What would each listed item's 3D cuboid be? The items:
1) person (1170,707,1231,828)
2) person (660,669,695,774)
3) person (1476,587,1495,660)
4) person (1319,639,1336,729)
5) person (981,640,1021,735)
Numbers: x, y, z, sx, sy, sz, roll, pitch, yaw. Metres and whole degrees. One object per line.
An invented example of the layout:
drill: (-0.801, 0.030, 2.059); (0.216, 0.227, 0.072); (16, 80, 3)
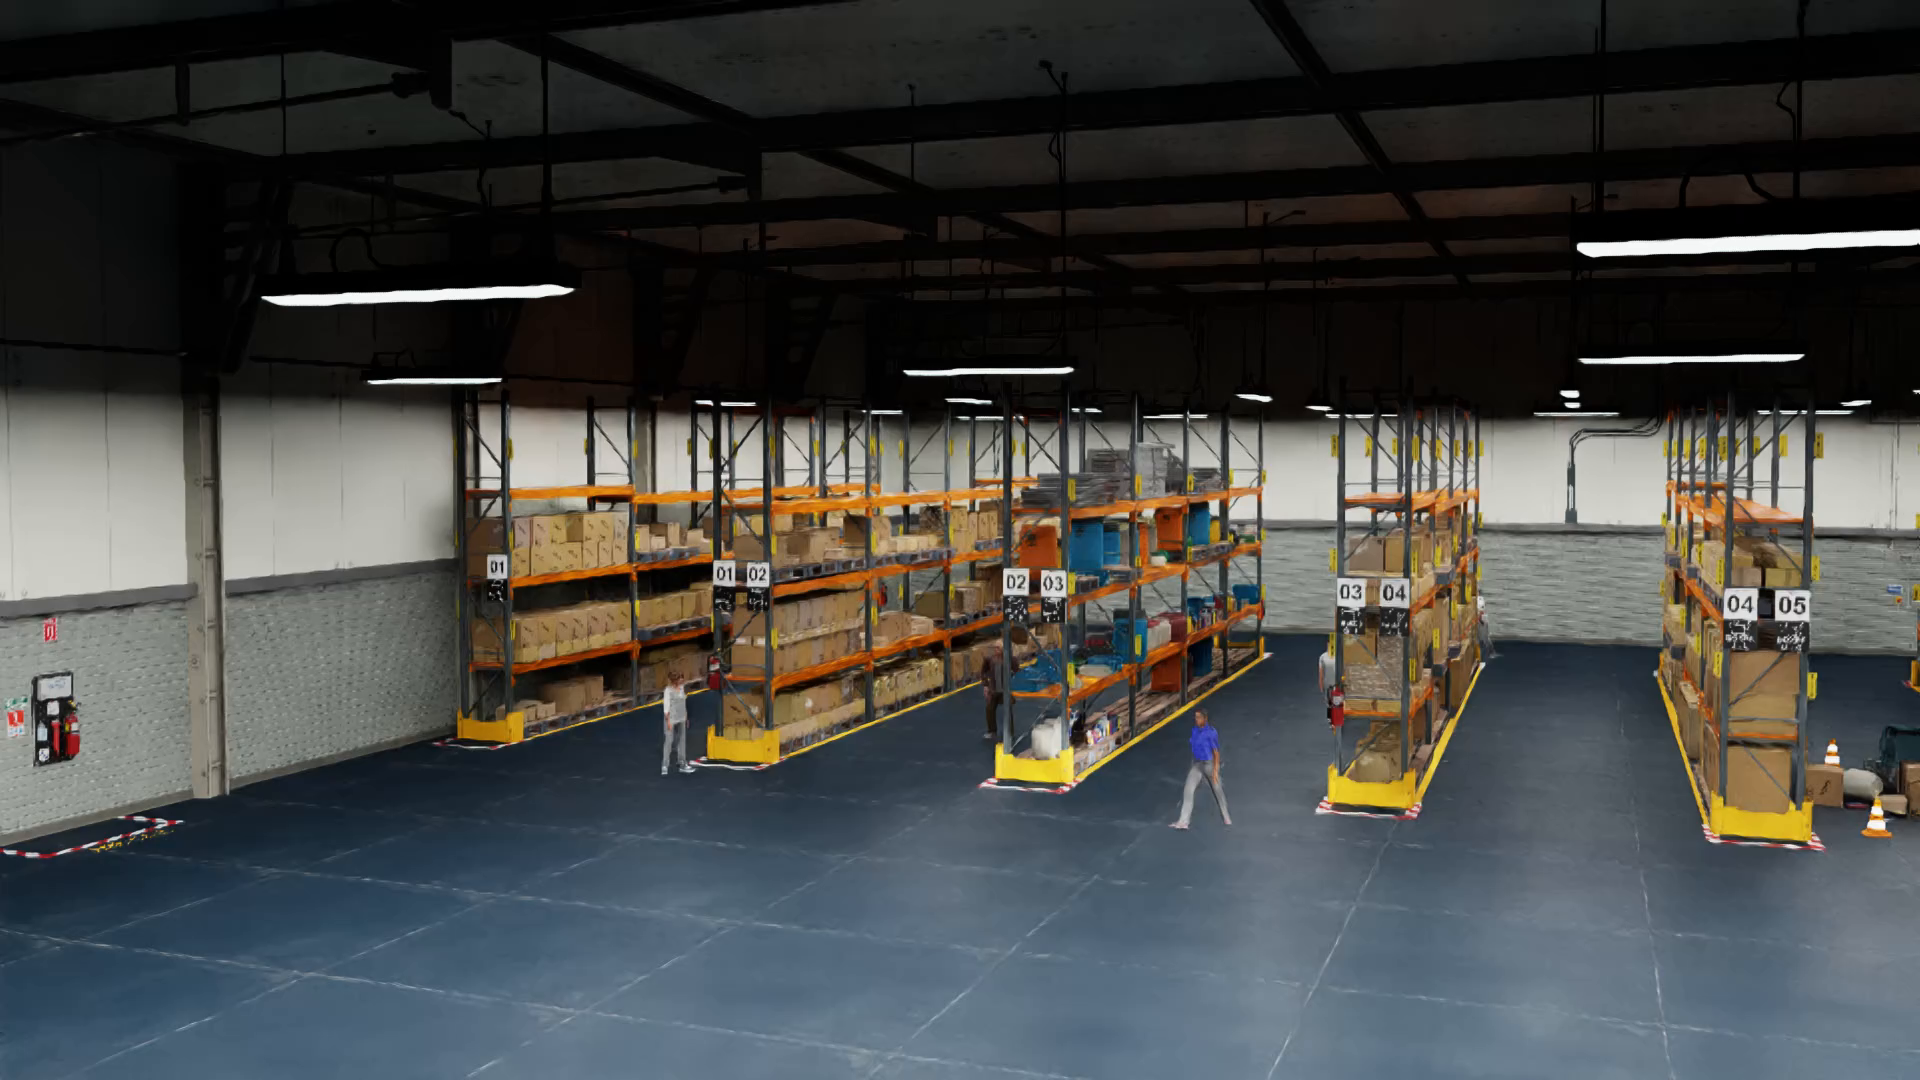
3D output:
person: (3.205, 2.991, 21.885); (0.488, 1.604, 0.929); (3, 4, 44)
person: (-4.381, 2.785, 25.564); (0.383, 1.600, 0.507); (3, 4, 40)
person: (12.308, 1.966, 39.346); (0.721, 1.739, 0.570); (0, 3, -6)
person: (6.659, 2.555, 29.858); (0.446, 1.571, 1.110); (1, 3, 23)
person: (0.694, 2.543, 28.527); (0.724, 1.680, 0.538); (1, 3, 19)
